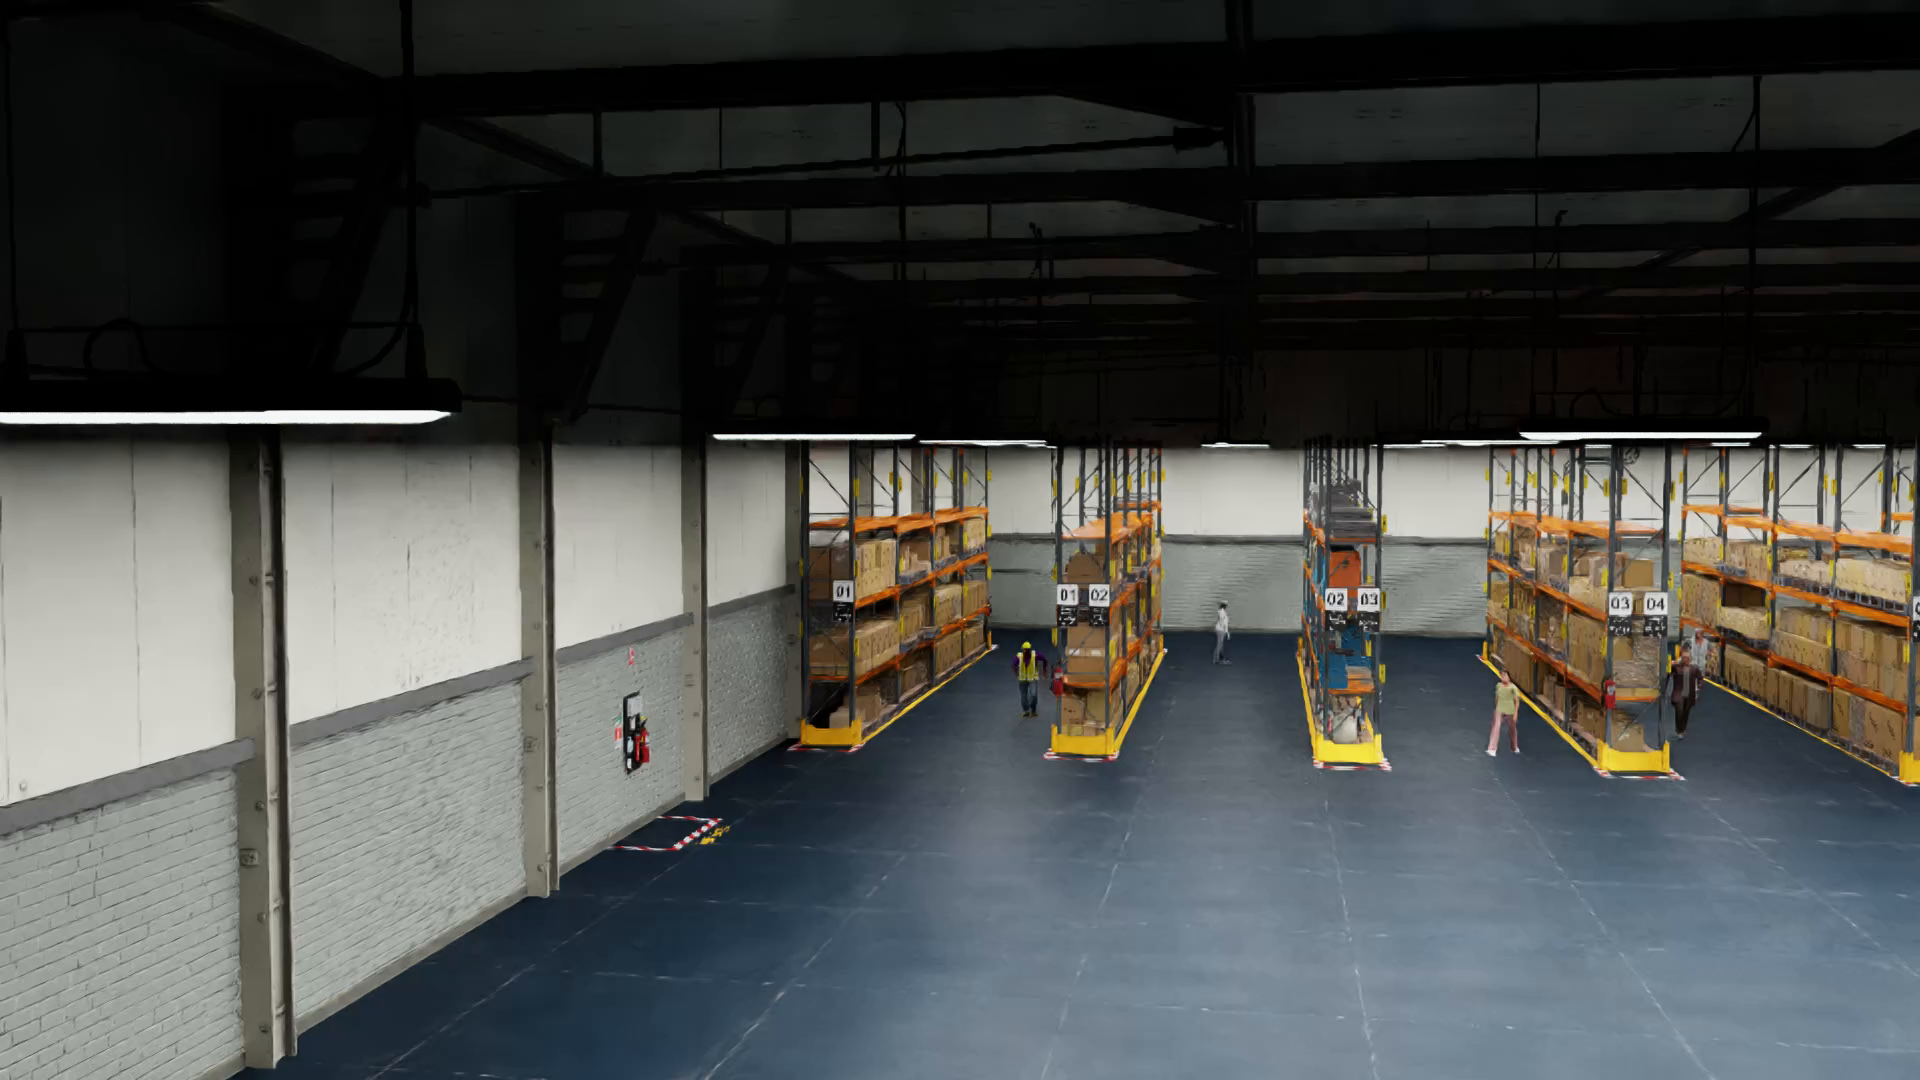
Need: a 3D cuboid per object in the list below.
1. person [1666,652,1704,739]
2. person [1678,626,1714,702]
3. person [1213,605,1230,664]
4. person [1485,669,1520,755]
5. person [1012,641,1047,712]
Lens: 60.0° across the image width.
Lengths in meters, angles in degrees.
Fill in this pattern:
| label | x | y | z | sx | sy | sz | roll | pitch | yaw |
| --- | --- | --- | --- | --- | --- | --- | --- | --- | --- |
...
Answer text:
| label | x | y | z | sx | sy | sz | roll | pitch | yaw |
| --- | --- | --- | --- | --- | --- | --- | --- | --- | --- |
| person | 14.419 | 3.070 | 33.126 | 0.729 | 1.710 | 0.927 | 0 | 3 | 6 |
| person | 16.787 | 2.810 | 37.901 | 0.701 | 1.714 | 0.868 | 0 | 3 | 7 |
| person | 7.029 | 2.471 | 44.670 | 0.501 | 1.653 | 0.545 | 0 | 3 | -5 |
| person | 10.202 | 3.225 | 31.144 | 0.503 | 1.601 | 0.920 | 2 | 4 | 36 |
| person | 1.458 | 2.937 | 35.385 | 0.695 | 1.612 | 0.895 | 1 | 3 | 17 |
